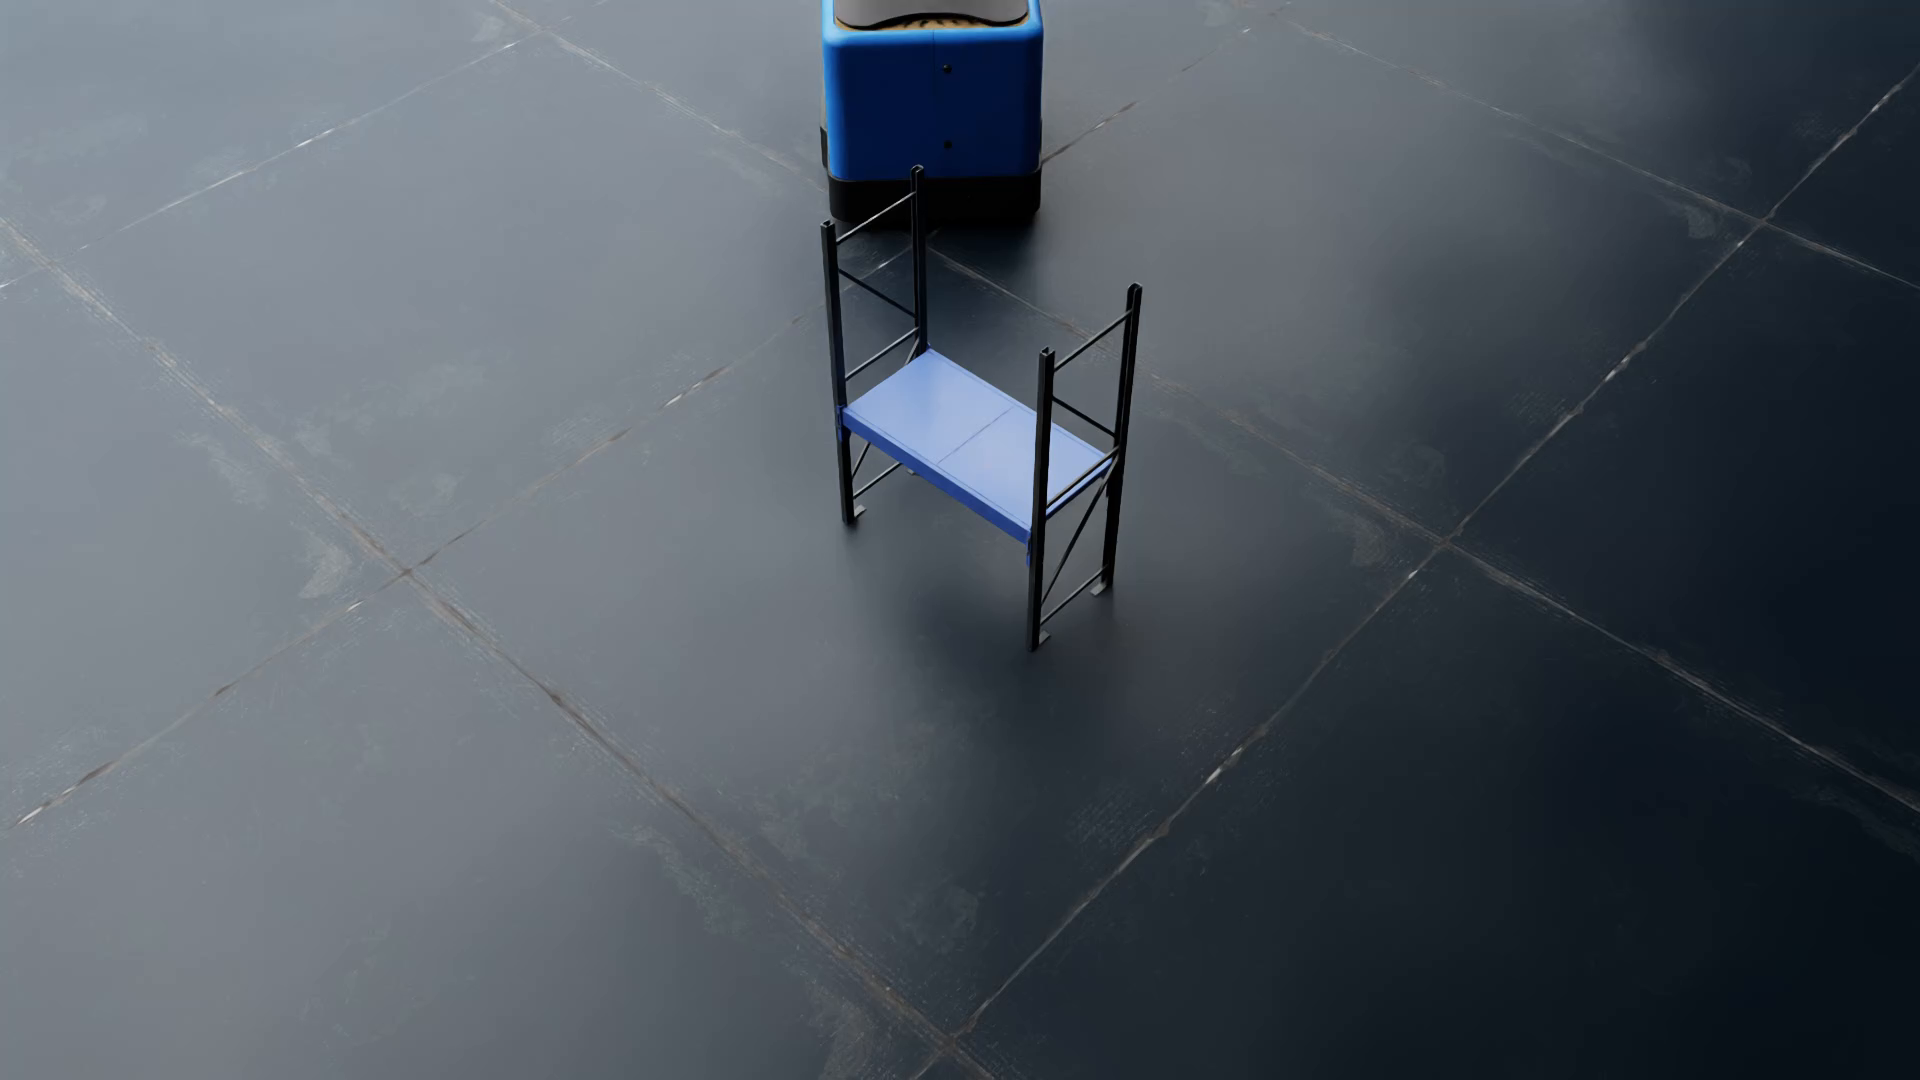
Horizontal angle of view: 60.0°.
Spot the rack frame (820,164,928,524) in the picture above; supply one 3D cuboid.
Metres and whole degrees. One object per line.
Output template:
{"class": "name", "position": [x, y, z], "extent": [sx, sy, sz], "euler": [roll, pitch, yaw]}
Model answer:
{"class": "rack frame", "position": [-0.311, -0.723, 6.508], "extent": [0.032, 1.500, 0.500], "euler": [34, 55, 28]}

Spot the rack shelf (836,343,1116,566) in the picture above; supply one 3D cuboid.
{"class": "rack shelf", "position": [0.063, -0.348, 6.403], "extent": [1.000, 0.185, 0.538], "euler": [34, 55, 28]}

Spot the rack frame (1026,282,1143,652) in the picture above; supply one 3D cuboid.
{"class": "rack frame", "position": [0.436, -0.220, 6.036], "extent": [0.032, 1.500, 0.500], "euler": [34, 55, 28]}

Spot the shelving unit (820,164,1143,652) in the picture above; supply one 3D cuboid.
{"class": "shelving unit", "position": [0.063, -0.471, 6.272], "extent": [1.048, 1.500, 0.538], "euler": [34, 55, 28]}

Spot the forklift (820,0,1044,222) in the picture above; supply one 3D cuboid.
{"class": "forklift", "position": [-0.201, -3.646, 8.271], "extent": [1.130, 2.935, 3.031], "euler": [-2, 47, -2]}
